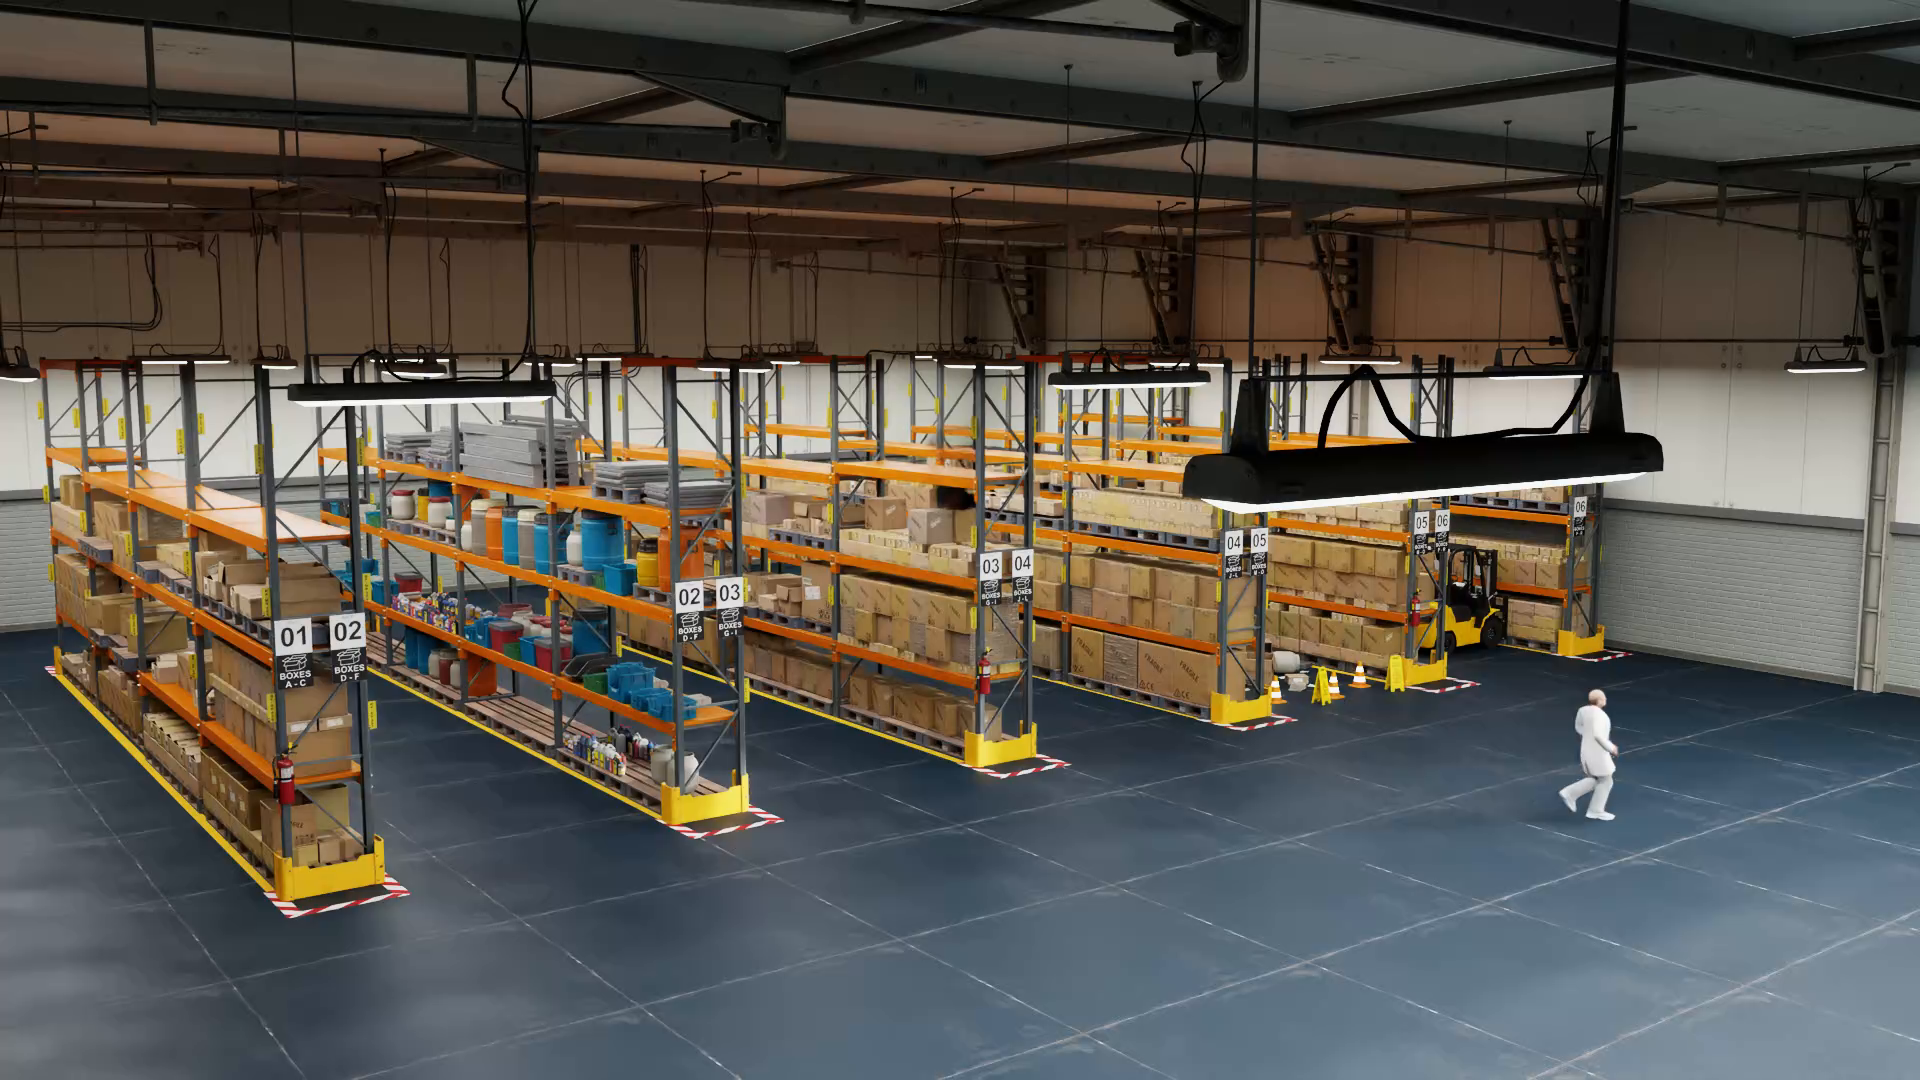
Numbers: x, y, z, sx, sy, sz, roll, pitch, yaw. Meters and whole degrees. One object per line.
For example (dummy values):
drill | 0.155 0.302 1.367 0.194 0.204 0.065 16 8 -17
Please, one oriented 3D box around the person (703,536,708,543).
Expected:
person | -6.419 0.680 40.728 0.724 1.584 0.679 6 9 42

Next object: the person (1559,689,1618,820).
person | 8.334 2.838 21.954 0.718 1.750 0.721 0 7 -4
